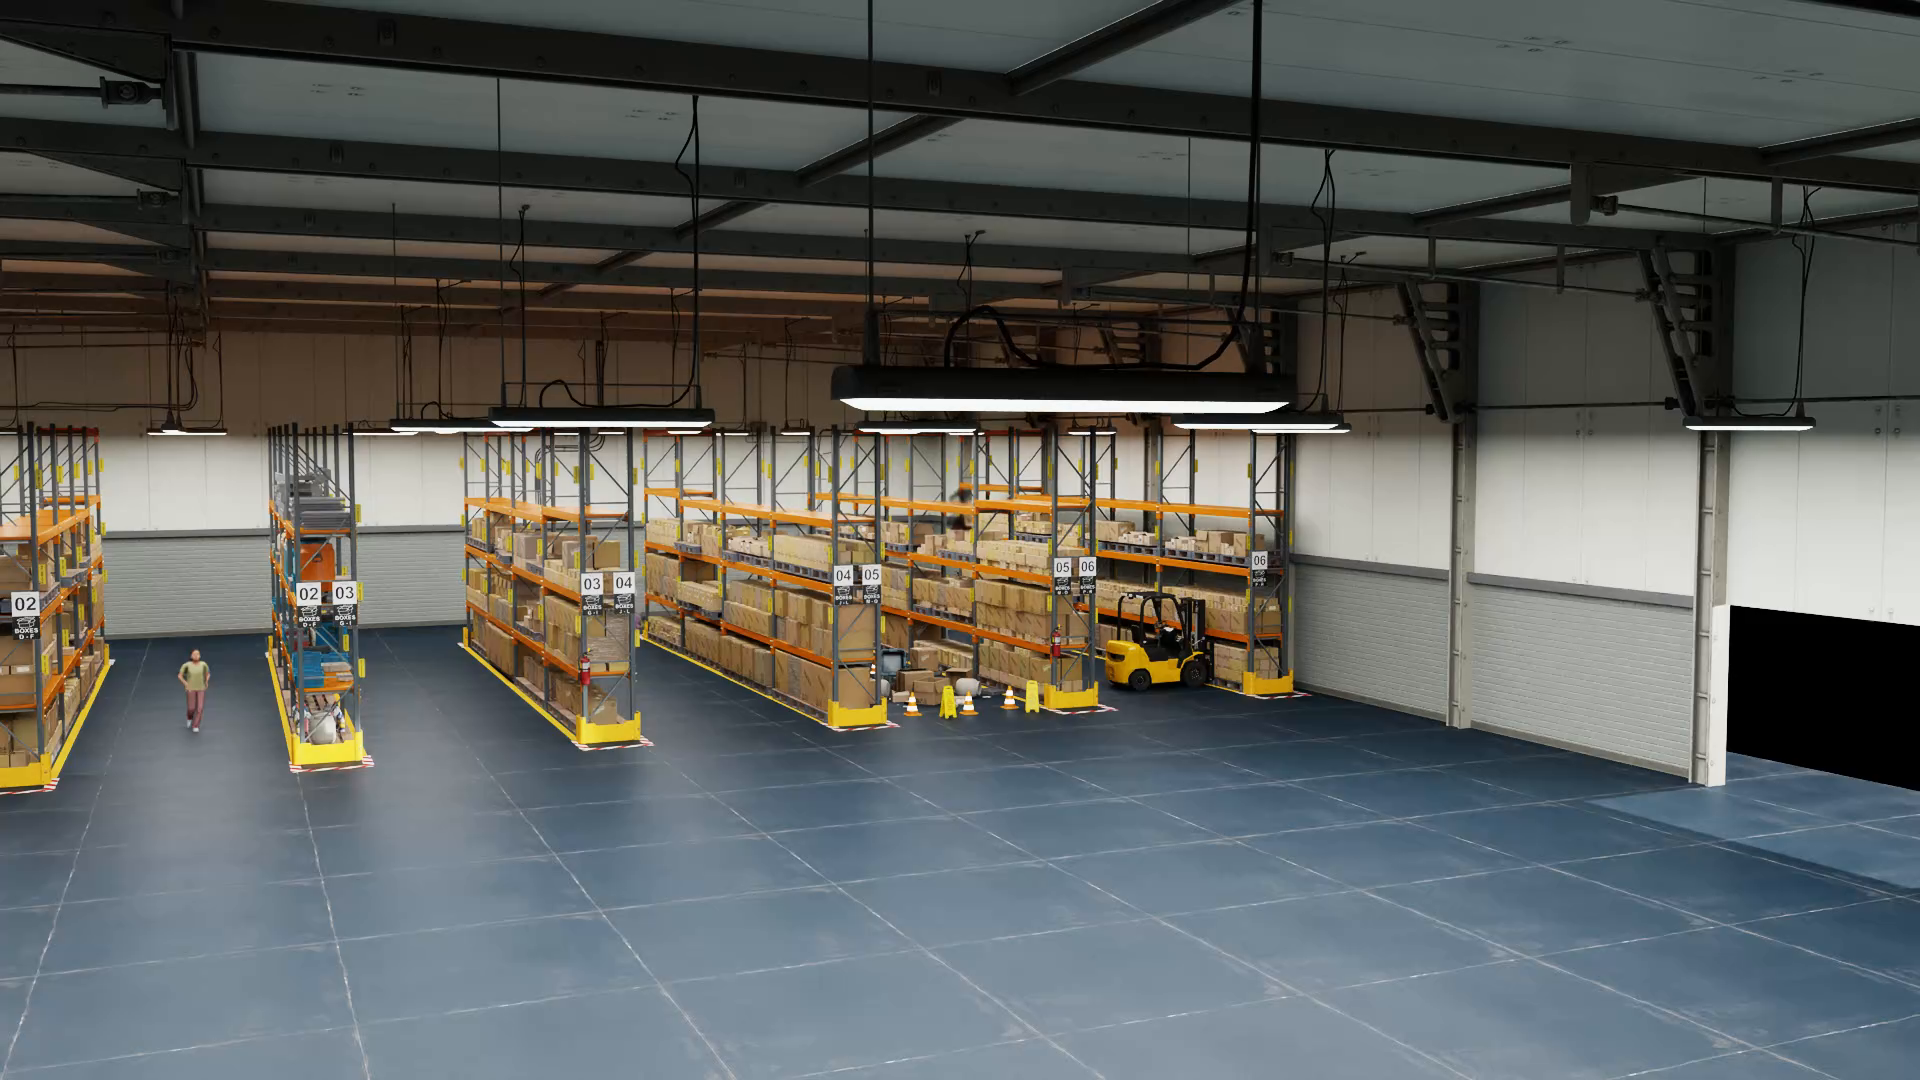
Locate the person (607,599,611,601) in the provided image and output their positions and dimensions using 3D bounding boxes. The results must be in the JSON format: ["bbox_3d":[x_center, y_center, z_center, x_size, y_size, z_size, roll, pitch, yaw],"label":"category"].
[{"bbox_3d":[-10.295,2.012,47.655,0.696,1.637,0.662,1,4,12],"label":"person"}]

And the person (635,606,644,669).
[{"bbox_3d":[-8.137,2.391,41.358,0.543,1.572,0.878,-2,4,-27],"label":"person"}]

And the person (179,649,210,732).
[{"bbox_3d":[-14.909,2.925,32.437,0.563,1.624,0.533,-3,4,-36],"label":"person"}]
